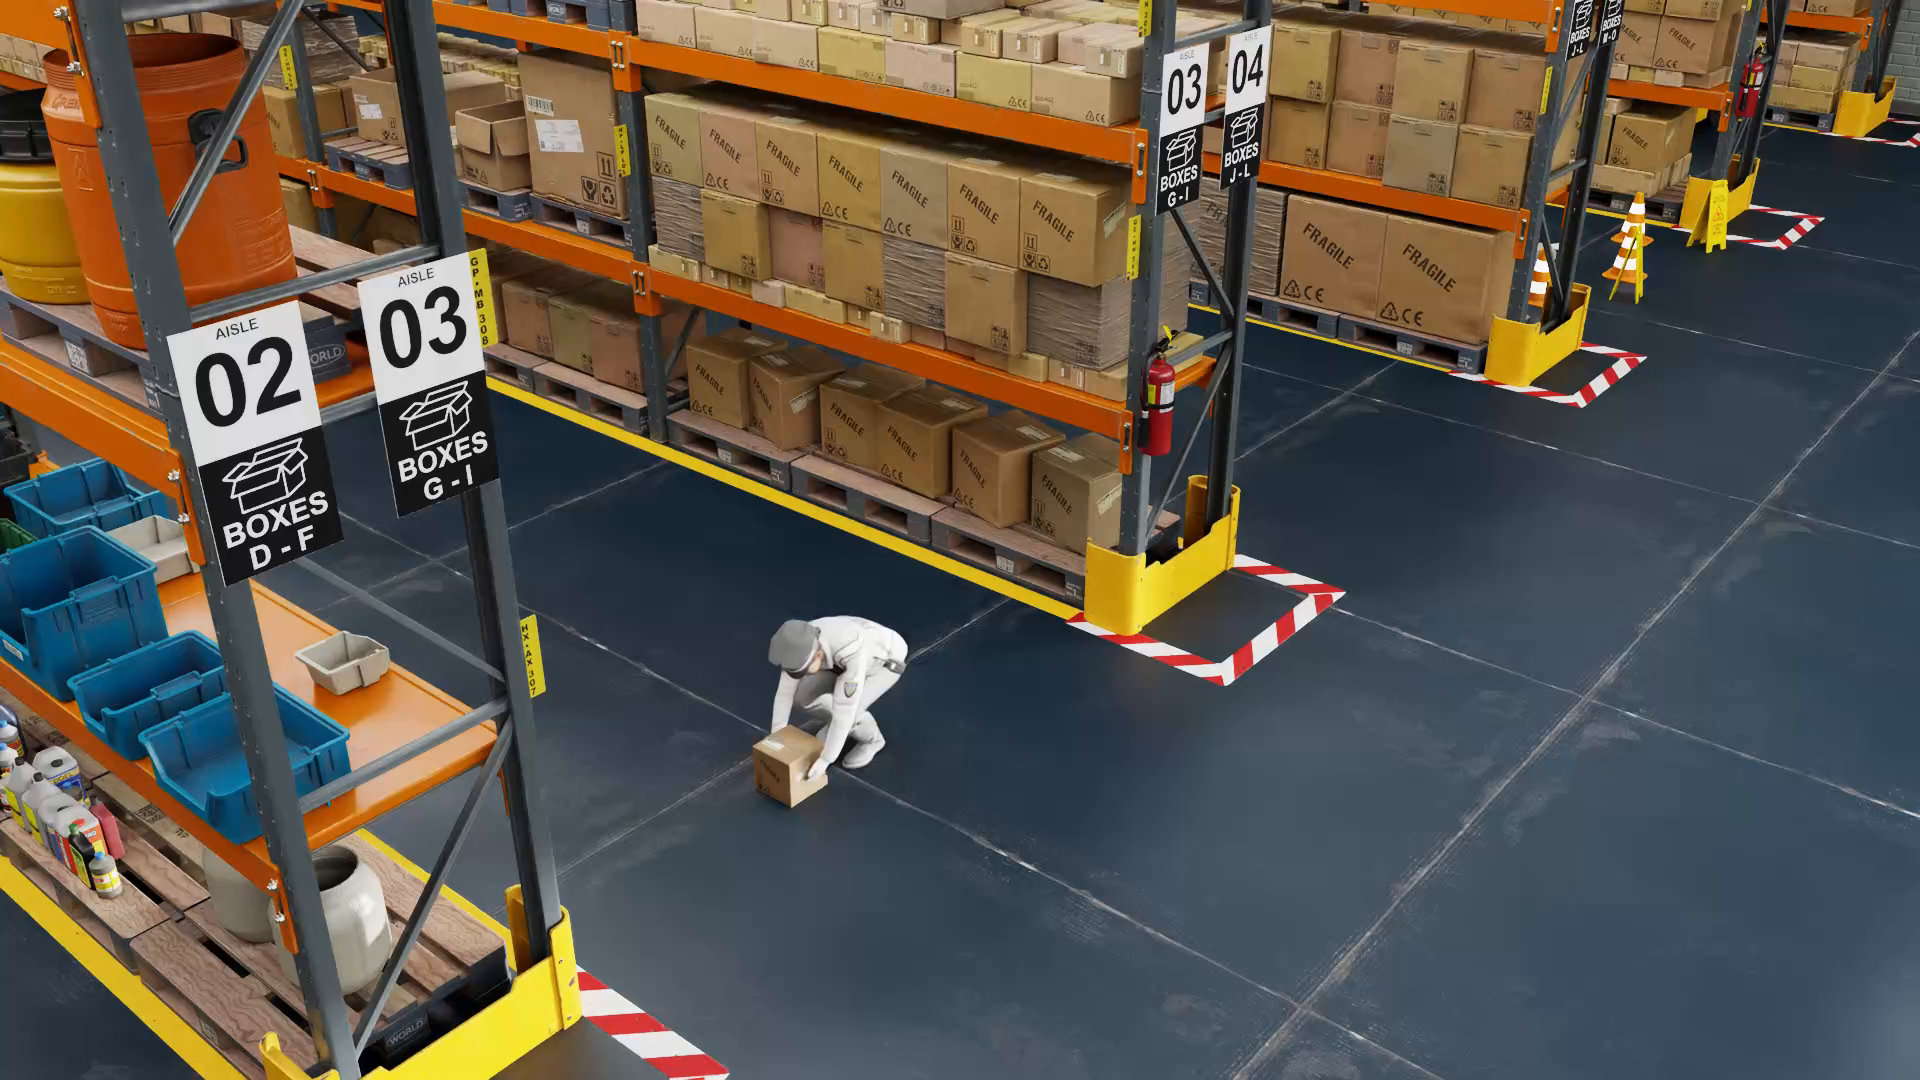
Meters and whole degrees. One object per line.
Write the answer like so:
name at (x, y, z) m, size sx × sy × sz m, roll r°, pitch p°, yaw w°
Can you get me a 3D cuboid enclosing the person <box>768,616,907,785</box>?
person at (-0.602, 0.689, 8.118) m, size 0.490 × 0.914 × 0.853 m, roll 21°, pitch 34°, yaw 34°
